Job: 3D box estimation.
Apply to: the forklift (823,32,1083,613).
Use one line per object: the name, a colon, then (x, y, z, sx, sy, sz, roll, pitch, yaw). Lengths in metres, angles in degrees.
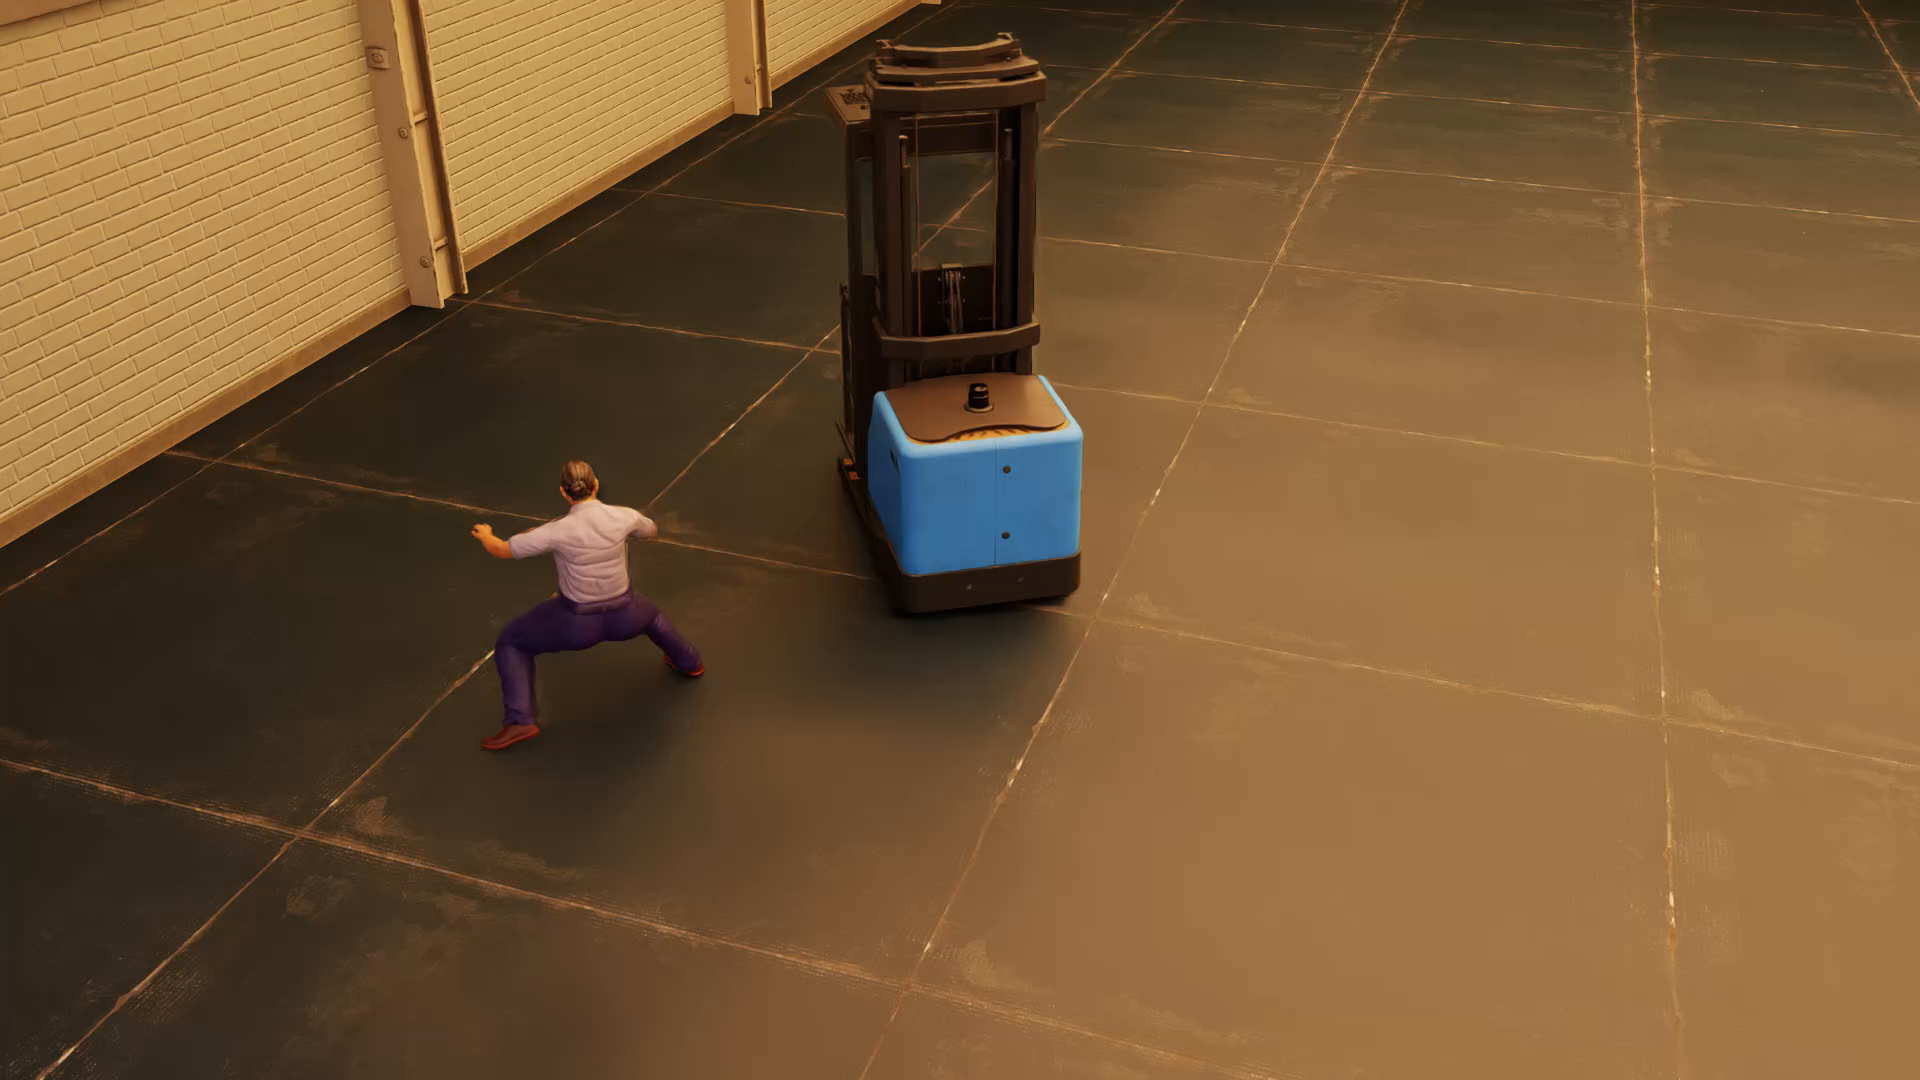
forklift: (-0.166, -1.583, 9.914, 1.130, 2.935, 3.031, -7, 30, -12)

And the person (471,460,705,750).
person: (-1.880, 0.244, 8.224, 1.225, 1.431, 0.630, -13, 32, -22)
